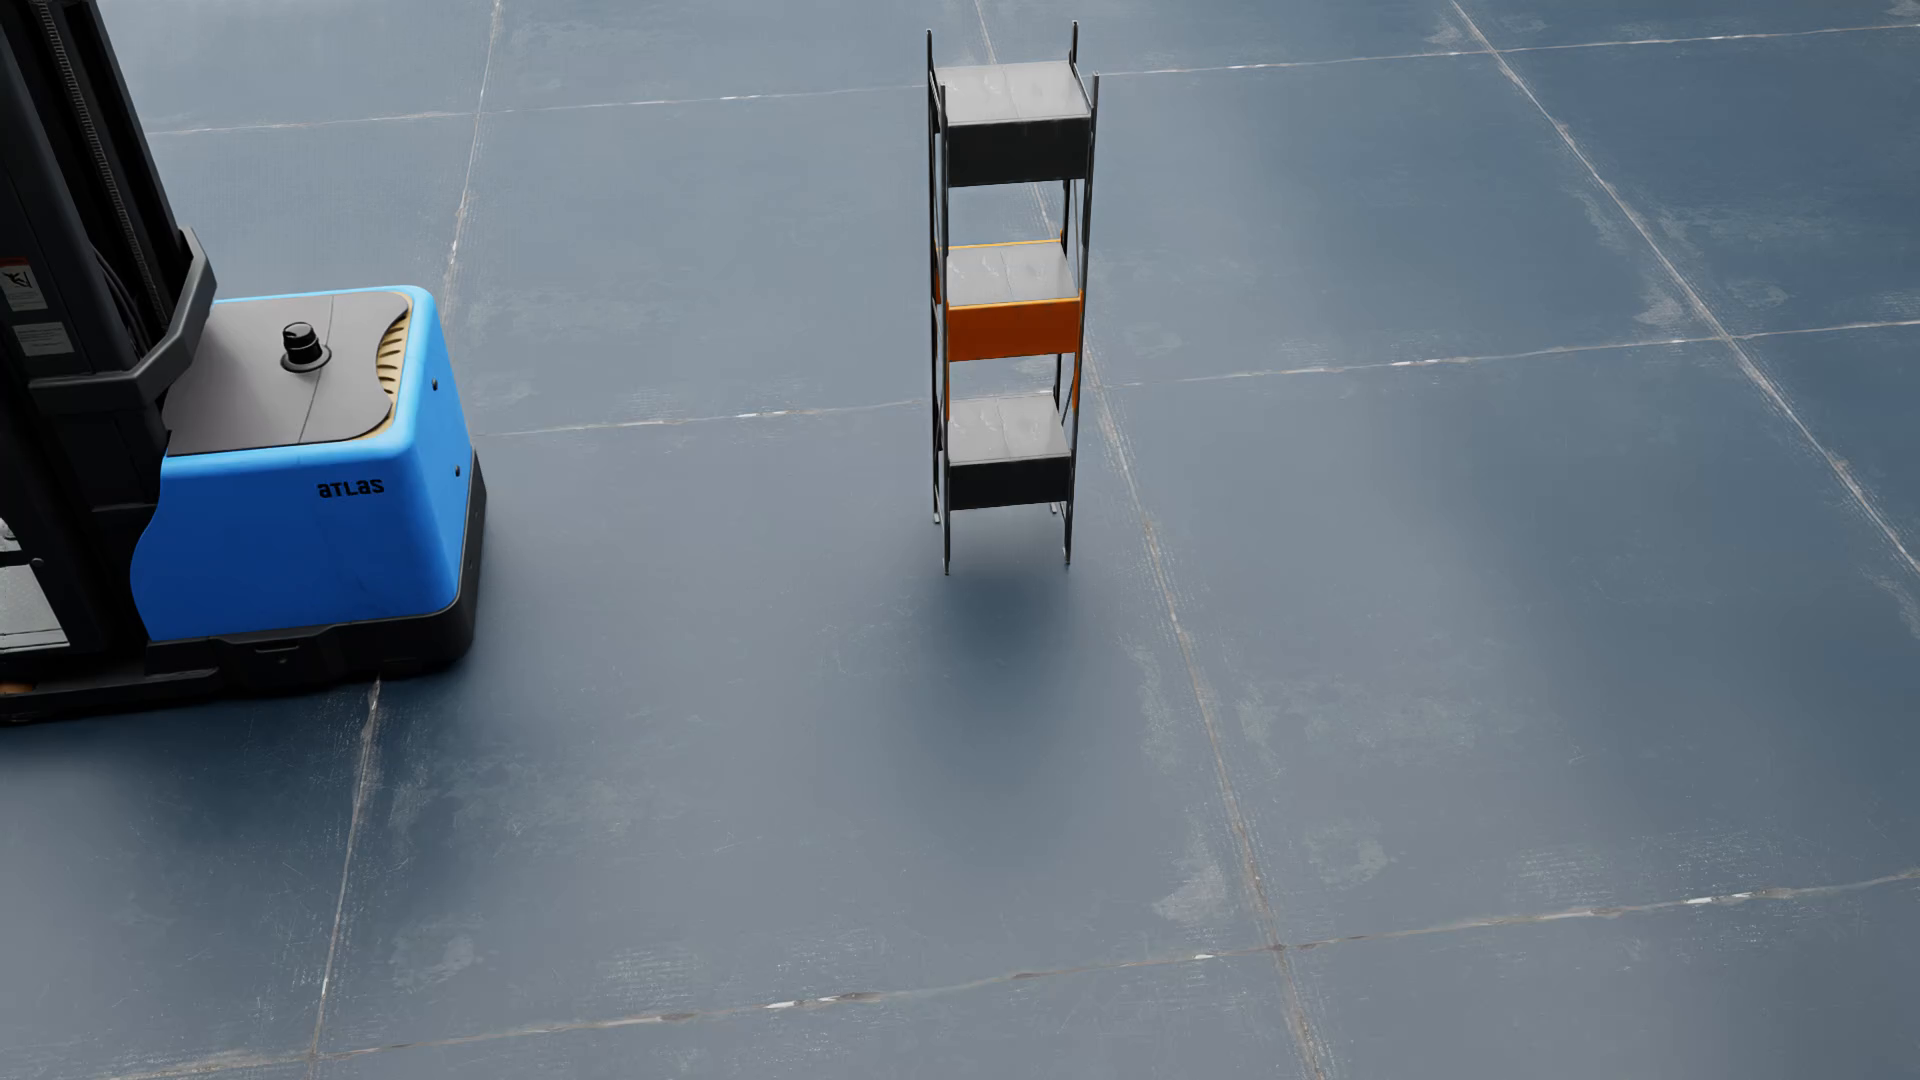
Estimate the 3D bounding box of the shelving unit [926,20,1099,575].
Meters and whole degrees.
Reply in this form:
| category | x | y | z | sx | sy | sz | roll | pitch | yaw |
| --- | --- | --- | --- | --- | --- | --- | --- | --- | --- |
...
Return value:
| category | x | y | z | sx | sy | sz | roll | pitch | yaw |
| --- | --- | --- | --- | --- | --- | --- | --- | --- | --- |
| shelving unit | 0.164 | -0.794 | 6.063 | 0.503 | 2.100 | 0.431 | -5 | 42 | -6 |

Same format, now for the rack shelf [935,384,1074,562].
| category | x | y | z | sx | sy | sz | roll | pitch | yaw |
| --- | --- | --- | --- | --- | --- | --- | --- | --- | --- |
| rack shelf | 0.164 | -0.264 | 6.541 | 0.480 | 0.518 | 0.431 | -5 | 42 | -6 |

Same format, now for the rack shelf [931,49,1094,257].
| category | x | y | z | sx | sy | sz | roll | pitch | yaw |
| --- | --- | --- | --- | --- | --- | --- | --- | --- | --- |
| rack shelf | 0.164 | -1.304 | 5.603 | 0.480 | 0.518 | 0.431 | -5 | 42 | -6 |

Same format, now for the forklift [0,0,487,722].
| category | x | y | z | sx | sy | sz | roll | pitch | yaw |
| --- | --- | --- | --- | --- | --- | --- | --- | --- | --- |
| forklift | -3.385 | -0.791 | 5.438 | 3.031 | 2.935 | 1.130 | -6 | 42 | -6 |

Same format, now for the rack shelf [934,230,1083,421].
| category | x | y | z | sx | sy | sz | roll | pitch | yaw |
| --- | --- | --- | --- | --- | --- | --- | --- | --- | --- |
| rack shelf | 0.164 | -0.784 | 6.072 | 0.480 | 0.518 | 0.431 | -5 | 42 | -6 |

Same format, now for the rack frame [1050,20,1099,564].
| category | x | y | z | sx | sy | sz | roll | pitch | yaw |
| --- | --- | --- | --- | --- | --- | --- | --- | --- | --- |
| rack frame | 0.406 | -0.815 | 6.086 | 0.015 | 2.100 | 0.400 | -5 | 42 | -6 |

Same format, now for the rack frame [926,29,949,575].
| category | x | y | z | sx | sy | sz | roll | pitch | yaw |
| --- | --- | --- | --- | --- | --- | --- | --- | --- | --- |
| rack frame | -0.078 | -0.773 | 6.039 | 0.015 | 2.100 | 0.400 | -5 | 42 | -6 |
